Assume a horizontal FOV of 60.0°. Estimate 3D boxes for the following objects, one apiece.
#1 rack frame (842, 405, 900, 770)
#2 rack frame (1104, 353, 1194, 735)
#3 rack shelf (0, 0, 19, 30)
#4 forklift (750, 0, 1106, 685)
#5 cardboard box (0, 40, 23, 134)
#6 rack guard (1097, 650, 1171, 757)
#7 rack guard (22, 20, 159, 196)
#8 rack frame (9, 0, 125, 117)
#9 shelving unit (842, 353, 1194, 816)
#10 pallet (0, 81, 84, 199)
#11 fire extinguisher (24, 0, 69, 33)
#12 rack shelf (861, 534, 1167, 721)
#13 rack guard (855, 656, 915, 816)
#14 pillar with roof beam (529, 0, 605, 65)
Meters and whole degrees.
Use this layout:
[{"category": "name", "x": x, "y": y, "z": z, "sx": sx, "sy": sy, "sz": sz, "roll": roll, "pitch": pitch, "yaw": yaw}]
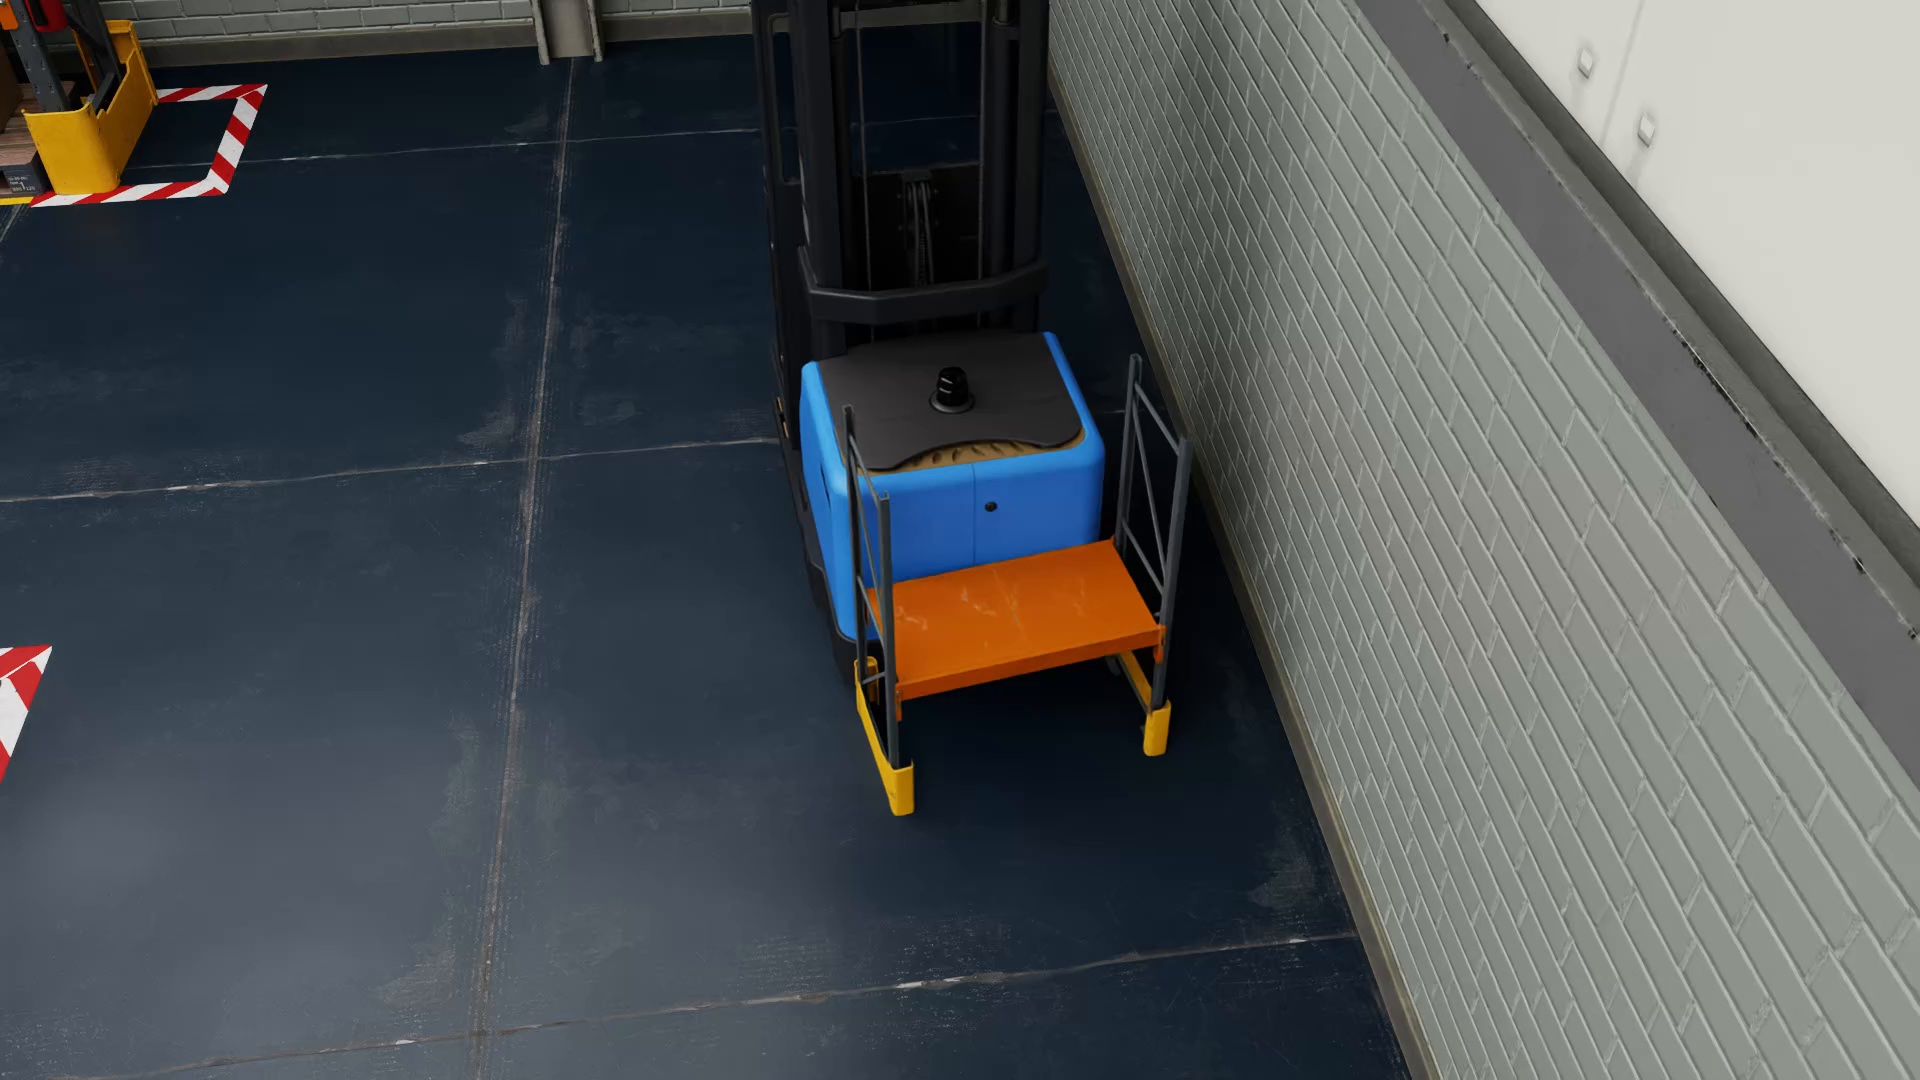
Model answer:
[{"category": "rack frame", "x": -0.304, "y": 0.271, "z": 5.830, "sx": 0.032, "sy": 1.500, "sz": 0.500, "roll": -11, "pitch": 43, "yaw": -12}, {"category": "rack frame", "x": 0.670, "y": 0.076, "z": 6.046, "sx": 0.032, "sy": 1.500, "sz": 0.500, "roll": -11, "pitch": 43, "yaw": -12}, {"category": "rack shelf", "x": -7.047, "y": -3.018, "z": 8.894, "sx": 4.000, "sy": 0.370, "sz": 1.077, "roll": -5, "pitch": 42, "yaw": -6}, {"category": "forklift", "x": -0.265, "y": -1.514, "z": 6.741, "sx": 1.130, "sy": 2.935, "sz": 3.031, "roll": -8, "pitch": 43, "yaw": -9}, {"category": "cardboard box", "x": -5.745, "y": -2.559, "z": 9.401, "sx": 0.500, "sy": 0.500, "sz": 0.700, "roll": -5, "pitch": 42, "yaw": -6}, {"category": "rack guard", "x": 0.669, "y": 0.541, "z": 6.464, "sx": 0.087, "sy": 0.250, "sz": 0.587, "roll": -11, "pitch": 43, "yaw": -12}, {"category": "rack guard", "x": -5.041, "y": -2.533, "z": 9.685, "sx": 0.348, "sy": 0.500, "sz": 1.175, "roll": -5, "pitch": 42, "yaw": -6}, {"category": "rack frame", "x": -5.064, "y": -3.459, "z": 8.845, "sx": 0.127, "sy": 3.000, "sz": 1.000, "roll": -5, "pitch": 42, "yaw": -6}, {"category": "shelving unit", "x": 0.192, "y": 0.172, "z": 5.940, "sx": 1.083, "sy": 1.500, "sz": 0.587, "roll": -11, "pitch": 43, "yaw": -12}, {"category": "pallet", "x": -5.847, "y": -2.302, "z": 9.645, "sx": 1.213, "sy": 0.211, "sz": 1.003, "roll": -5, "pitch": 42, "yaw": -6}, {"category": "fire extinguisher", "x": -4.855, "y": -2.998, "z": 8.671, "sx": 0.183, "sy": 0.674, "sz": 0.296, "roll": -5, "pitch": 42, "yaw": -6}, {"category": "rack shelf", "x": 0.183, "y": 0.307, "z": 6.058, "sx": 1.000, "sy": 0.185, "sz": 0.538, "roll": -11, "pitch": 43, "yaw": -12}, {"category": "rack guard", "x": -0.285, "y": 0.732, "z": 6.252, "sx": 0.087, "sy": 0.250, "sz": 0.587, "roll": -11, "pitch": 43, "yaw": -12}, {"category": "pillar with roof beam", "x": -1.941, "y": -3.636, "z": 4.563, "sx": 0.400, "sy": 9.000, "sz": 9.100, "roll": -5, "pitch": 42, "yaw": -6}]
